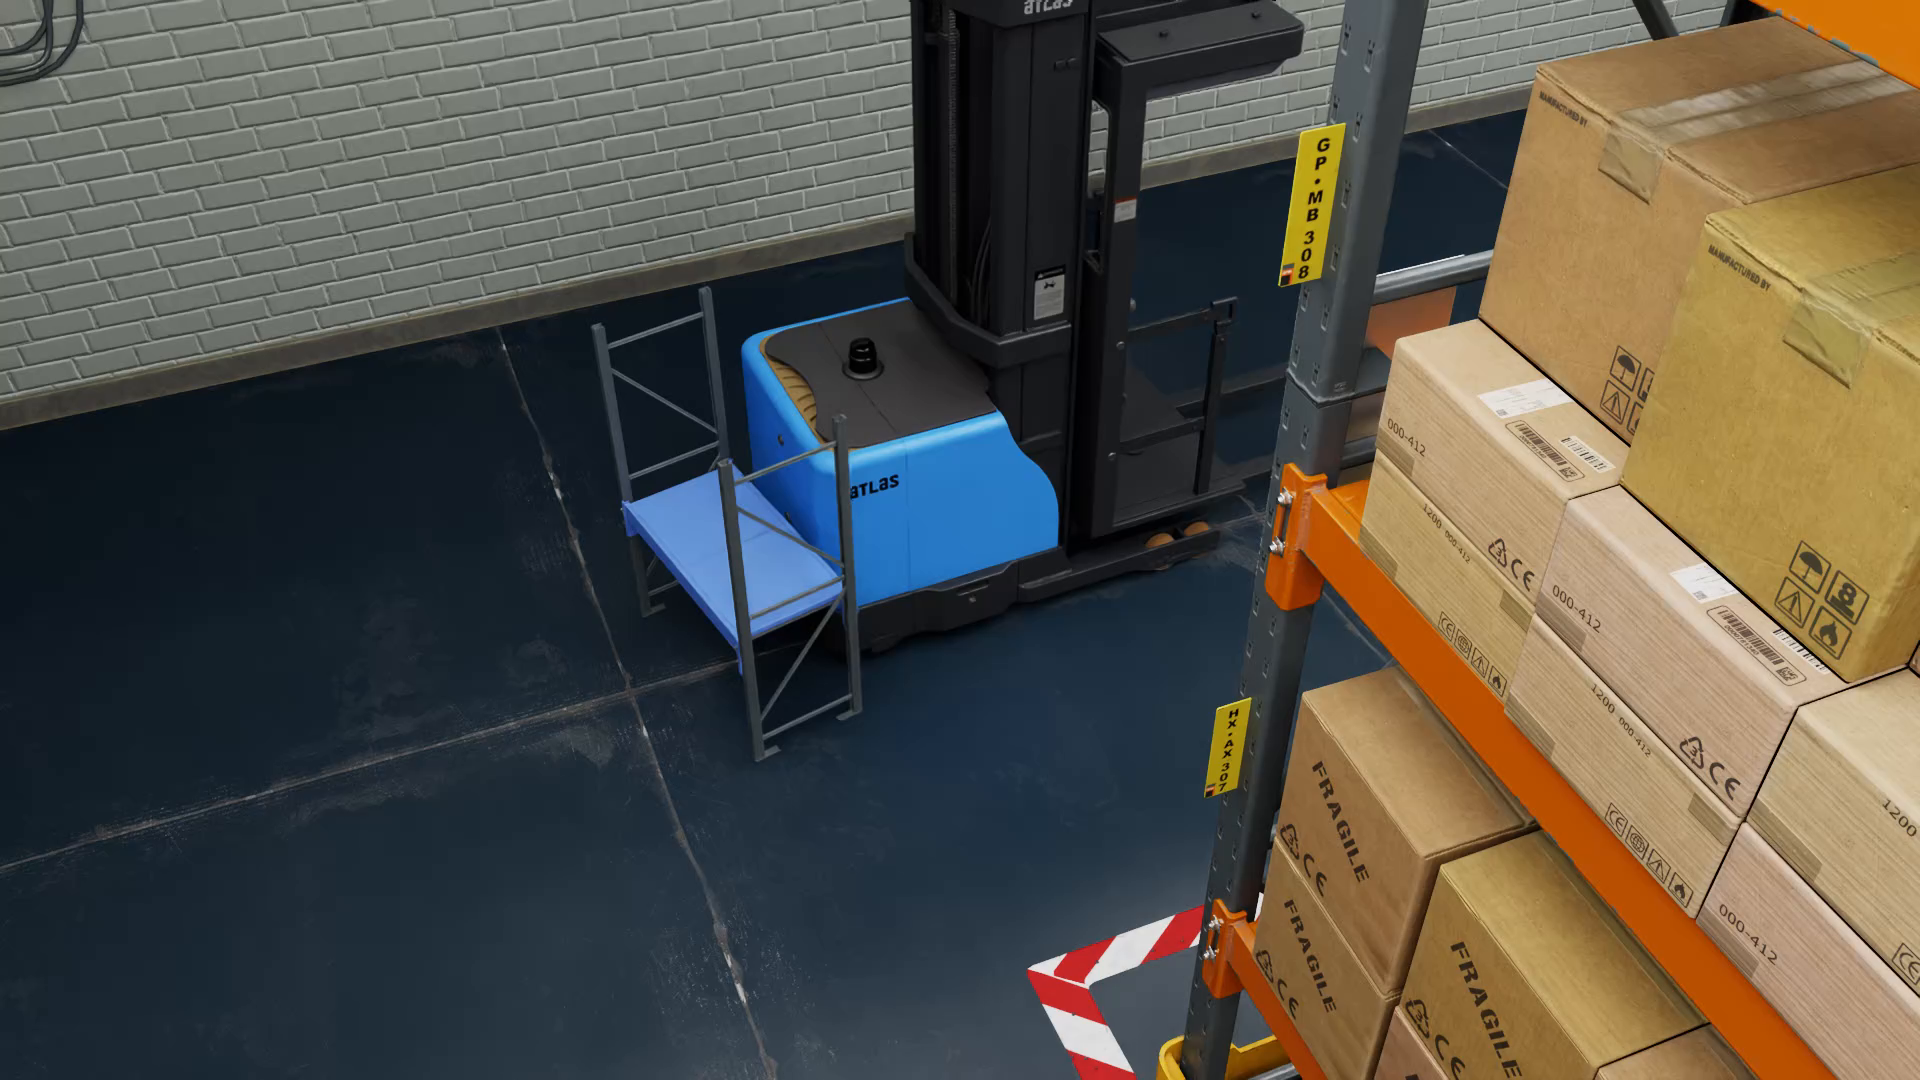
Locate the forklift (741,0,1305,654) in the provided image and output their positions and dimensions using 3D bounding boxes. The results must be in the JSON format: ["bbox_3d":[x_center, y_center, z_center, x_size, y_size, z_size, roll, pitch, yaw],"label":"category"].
[{"bbox_3d":[0.621,-1.273,6.901,3.031,2.935,1.130,-17,43,-18],"label":"forklift"}]

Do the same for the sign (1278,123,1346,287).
[{"bbox_3d":[0.663,-0.625,3.124,0.100,0.325,0.005,-15,43,-17],"label":"sign"}]

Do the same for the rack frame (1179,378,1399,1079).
[{"bbox_3d":[1.164,0.708,4.545,1.000,3.000,0.127,-15,43,-17],"label":"rack frame"}]

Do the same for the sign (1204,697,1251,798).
[{"bbox_3d":[0.663,0.515,4.105,0.100,0.325,0.005,-15,43,-17],"label":"sign"}]

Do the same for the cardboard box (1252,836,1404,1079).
[{"bbox_3d":[1.090,1.003,4.125,0.500,0.500,0.500,-14,43,-16],"label":"cardboard box"}]

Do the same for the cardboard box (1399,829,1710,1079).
[{"bbox_3d":[1.297,0.937,3.435,0.500,0.500,0.500,-15,43,-16],"label":"cardboard box"}]

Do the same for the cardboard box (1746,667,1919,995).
[{"bbox_3d":[1.502,0.415,2.316,0.500,0.250,0.500,-15,43,-17],"label":"cardboard box"}]

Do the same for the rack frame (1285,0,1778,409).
[{"bbox_3d":[1.164,-1.567,2.589,1.000,3.000,0.127,-15,43,-17],"label":"rack frame"}]

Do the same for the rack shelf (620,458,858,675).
[{"bbox_3d":[-0.901,0.083,6.697,0.538,0.185,1.000,-24,46,-25],"label":"rack shelf"}]

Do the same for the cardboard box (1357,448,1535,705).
[{"bbox_3d":[1.126,0.001,3.182,0.500,0.250,0.500,-15,43,-17],"label":"cardboard box"}]

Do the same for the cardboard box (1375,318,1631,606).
[{"bbox_3d":[1.120,-0.187,3.017,0.500,0.250,0.500,-15,43,-17],"label":"cardboard box"}]

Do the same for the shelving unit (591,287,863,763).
[{"bbox_3d":[-0.901,-0.053,6.580,0.538,1.500,1.048,-24,46,-25],"label":"shelving unit"}]

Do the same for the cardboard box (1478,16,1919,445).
[{"bbox_3d":[1.376,-0.541,2.853,0.700,0.500,0.500,-15,43,-17],"label":"cardboard box"}]

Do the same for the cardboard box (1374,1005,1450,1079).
[{"bbox_3d":[1.292,1.313,3.765,0.500,0.500,0.500,-16,43,-17],"label":"cardboard box"}]

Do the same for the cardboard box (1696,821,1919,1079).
[{"bbox_3d":[1.498,0.606,2.478,0.500,0.250,0.500,-15,43,-17],"label":"cardboard box"}]

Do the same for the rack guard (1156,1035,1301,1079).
[{"bbox_3d":[1.193,1.702,5.306,1.175,0.500,0.348,-15,43,-17],"label":"rack guard"}]

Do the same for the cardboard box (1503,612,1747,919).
[{"bbox_3d":[1.305,0.305,2.828,0.500,0.250,0.500,-15,43,-17],"label":"cardboard box"}]

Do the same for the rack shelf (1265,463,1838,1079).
[{"bbox_3d":[1.929,1.048,2.400,1.077,0.370,4.000,-15,43,-17],"label":"rack shelf"}]

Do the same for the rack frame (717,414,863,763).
[{"bbox_3d":[-0.615,0.221,6.261,0.500,1.500,0.032,-24,46,-25],"label":"rack frame"}]

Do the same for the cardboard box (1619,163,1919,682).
[{"bbox_3d":[1.489,-0.219,2.478,0.700,0.500,0.500,-15,43,-17],"label":"cardboard box"}]

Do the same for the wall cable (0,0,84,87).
[{"bbox_3d":[-5.245,-2.647,6.227,3.097,2.526,0.112,-15,43,-17],"label":"wall cable"}]

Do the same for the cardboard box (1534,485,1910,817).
[{"bbox_3d":[1.305,0.115,2.665,0.500,0.250,0.500,-15,43,-17],"label":"cardboard box"}]

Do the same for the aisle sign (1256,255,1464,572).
[{"bbox_3d":[0.867,-0.245,3.660,0.394,0.787,0.004,-15,43,-17],"label":"aisle sign"}]

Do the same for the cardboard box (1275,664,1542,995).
[{"bbox_3d":[1.090,0.624,3.799,0.500,0.500,0.500,-14,43,-16],"label":"cardboard box"}]

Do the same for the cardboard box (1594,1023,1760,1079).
[{"bbox_3d":[1.484,1.240,3.083,0.500,0.500,0.500,-15,43,-16],"label":"cardboard box"}]

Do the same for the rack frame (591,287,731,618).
[{"bbox_3d":[-1.188,-0.327,6.898,0.500,1.500,0.032,-24,46,-25],"label":"rack frame"}]

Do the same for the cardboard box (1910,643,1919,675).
[{"bbox_3d":[1.779,0.056,2.159,0.700,0.500,0.500,-15,43,-17],"label":"cardboard box"}]

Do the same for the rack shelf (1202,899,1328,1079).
[{"bbox_3d":[1.929,2.186,3.378,1.077,0.370,4.000,-15,43,-17],"label":"rack shelf"}]
